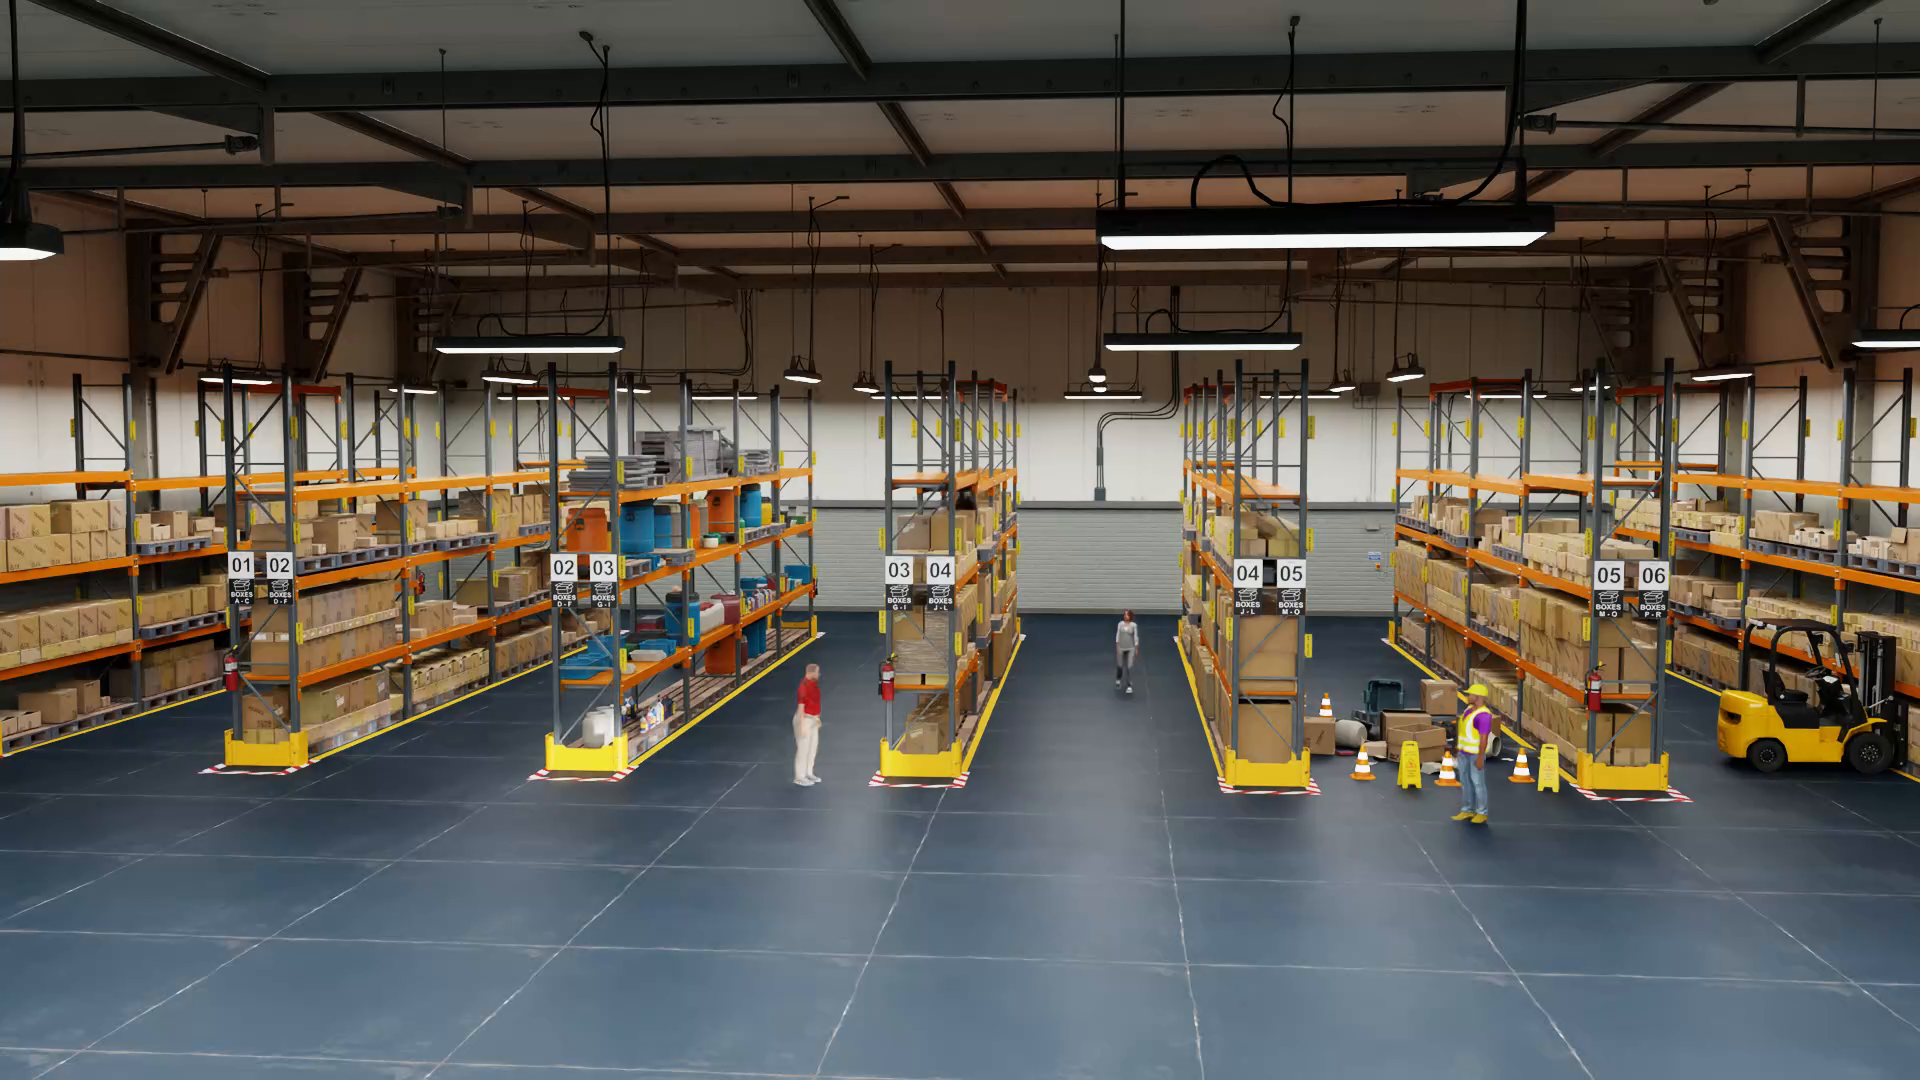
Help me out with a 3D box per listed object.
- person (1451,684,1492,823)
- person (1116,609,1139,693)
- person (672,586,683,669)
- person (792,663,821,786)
[{"bbox_3d":[6.557,2.727,21.294,0.393,1.795,0.665,-2,4,-22],"label":"person"},{"bbox_3d":[3.192,2.111,31.785,0.428,1.585,0.479,0,4,0],"label":"person"},{"bbox_3d":[-5.921,1.831,34.934,0.424,1.724,0.591,0,4,1],"label":"person"},{"bbox_3d":[-2.163,2.597,23.568,0.392,1.735,0.569,1,4,15],"label":"person"}]
